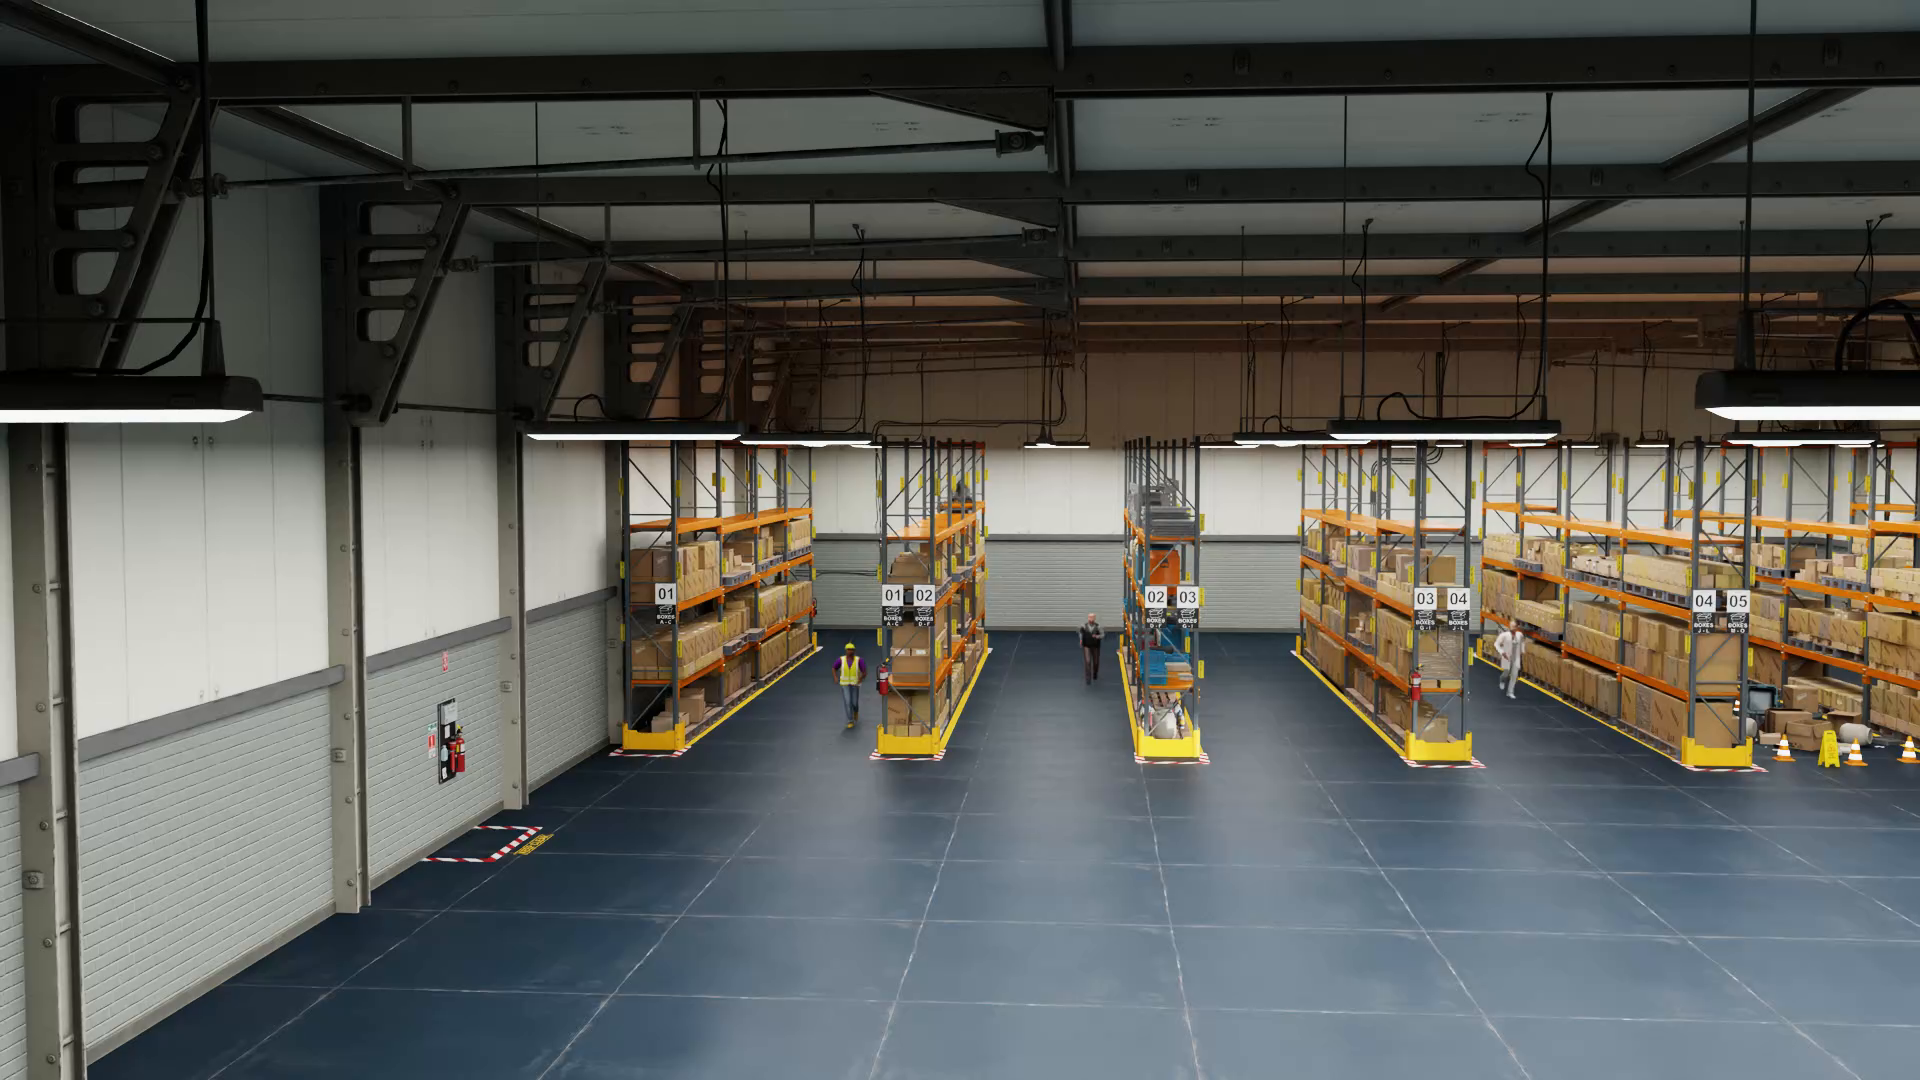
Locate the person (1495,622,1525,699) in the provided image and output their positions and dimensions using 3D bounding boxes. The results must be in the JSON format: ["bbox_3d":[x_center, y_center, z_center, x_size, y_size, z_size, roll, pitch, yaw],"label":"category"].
[{"bbox_3d":[12.849,2.881,38.824,0.739,1.565,0.904,0,3,-1],"label":"person"}]

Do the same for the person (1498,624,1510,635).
[{"bbox_3d":[15.549,2.300,47.307,0.705,1.824,0.632,0,3,0],"label":"person"}]

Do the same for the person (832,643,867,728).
[{"bbox_3d":[-2.301,3.010,34.543,0.732,1.737,0.810,0,3,-4],"label":"person"}]

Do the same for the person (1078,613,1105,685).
[{"bbox_3d":[3.233,2.653,40.908,0.658,1.704,0.970,0,3,4],"label":"person"}]
